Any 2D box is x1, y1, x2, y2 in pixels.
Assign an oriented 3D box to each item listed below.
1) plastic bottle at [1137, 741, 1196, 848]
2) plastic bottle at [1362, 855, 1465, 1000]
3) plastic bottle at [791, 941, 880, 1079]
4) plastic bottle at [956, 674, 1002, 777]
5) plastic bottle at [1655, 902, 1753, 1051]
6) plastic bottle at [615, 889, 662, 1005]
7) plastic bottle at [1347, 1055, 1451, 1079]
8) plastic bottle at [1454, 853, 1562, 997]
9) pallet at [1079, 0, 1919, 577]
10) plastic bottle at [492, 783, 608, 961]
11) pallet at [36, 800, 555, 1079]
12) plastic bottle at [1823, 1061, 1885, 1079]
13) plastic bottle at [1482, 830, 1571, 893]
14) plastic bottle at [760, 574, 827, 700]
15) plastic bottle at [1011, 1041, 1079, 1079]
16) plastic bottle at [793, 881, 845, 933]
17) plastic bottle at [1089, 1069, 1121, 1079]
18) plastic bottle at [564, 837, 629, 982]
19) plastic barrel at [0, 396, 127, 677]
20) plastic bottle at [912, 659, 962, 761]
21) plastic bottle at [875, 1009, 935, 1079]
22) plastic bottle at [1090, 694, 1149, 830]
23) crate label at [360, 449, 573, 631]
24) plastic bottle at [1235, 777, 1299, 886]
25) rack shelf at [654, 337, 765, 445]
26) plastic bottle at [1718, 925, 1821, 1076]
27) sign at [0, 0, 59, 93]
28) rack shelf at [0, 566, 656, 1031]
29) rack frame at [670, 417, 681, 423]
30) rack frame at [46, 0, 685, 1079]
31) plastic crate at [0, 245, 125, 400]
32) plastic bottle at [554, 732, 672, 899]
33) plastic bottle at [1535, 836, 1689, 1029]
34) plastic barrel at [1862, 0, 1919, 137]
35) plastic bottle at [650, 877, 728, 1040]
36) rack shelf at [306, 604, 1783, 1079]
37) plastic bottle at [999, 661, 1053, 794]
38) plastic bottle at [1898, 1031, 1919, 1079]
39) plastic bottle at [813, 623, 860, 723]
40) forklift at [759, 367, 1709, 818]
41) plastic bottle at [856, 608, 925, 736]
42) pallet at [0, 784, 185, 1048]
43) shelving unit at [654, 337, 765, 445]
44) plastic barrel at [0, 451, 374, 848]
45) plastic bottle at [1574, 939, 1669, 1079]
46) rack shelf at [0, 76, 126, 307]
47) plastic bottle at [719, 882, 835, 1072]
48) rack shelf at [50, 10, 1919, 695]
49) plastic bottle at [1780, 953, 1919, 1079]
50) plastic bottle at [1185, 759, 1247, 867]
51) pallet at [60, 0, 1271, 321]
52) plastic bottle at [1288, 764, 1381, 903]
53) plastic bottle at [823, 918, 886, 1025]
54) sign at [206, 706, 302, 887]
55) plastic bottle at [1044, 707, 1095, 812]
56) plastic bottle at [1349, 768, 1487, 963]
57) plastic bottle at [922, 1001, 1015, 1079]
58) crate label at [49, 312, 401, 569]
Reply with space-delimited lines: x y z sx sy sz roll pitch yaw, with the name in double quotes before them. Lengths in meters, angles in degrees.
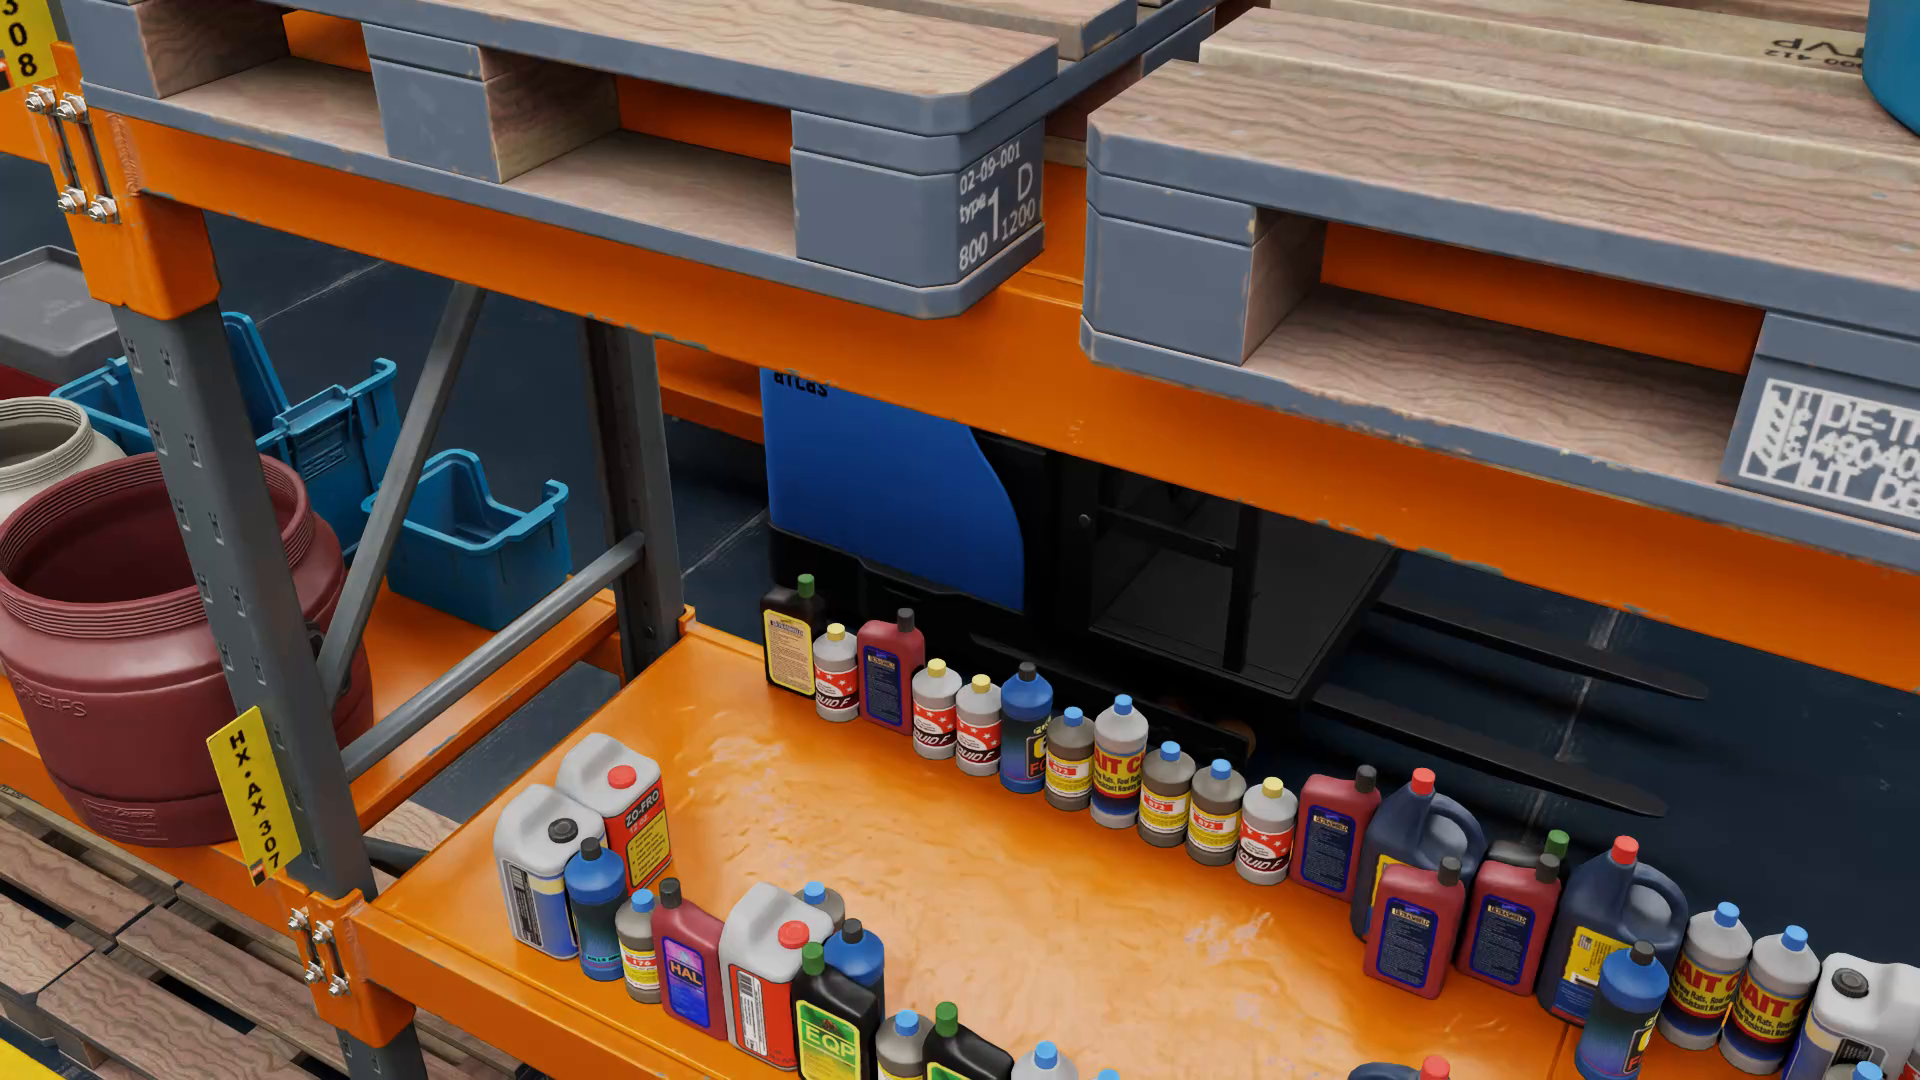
"plastic bottle" 0.378 0.455 3.039 0.097 0.201 0.097 0 34 0
"plastic bottle" 0.745 0.618 2.721 0.133 0.283 0.061 18 37 24
"plastic bottle" -0.188 0.738 2.541 0.133 0.283 0.061 18 37 24
"plastic bottle" 0.040 0.348 3.200 0.097 0.201 0.097 0 34 0
"plastic bottle" 1.184 0.682 2.636 0.097 0.271 0.097 0 34 0
"plastic bottle" -0.512 0.658 2.735 0.097 0.201 0.097 0 34 0
"plastic bottle" 0.616 0.841 2.325 0.185 0.351 0.144 18 37 24
"plastic bottle" 0.902 0.615 2.726 0.133 0.283 0.061 18 37 24
"pallet" 0.859 -0.320 1.488 1.213 0.211 1.003 18 37 24
"plastic bottle" -0.684 0.555 2.822 0.135 0.276 0.152 18 37 24
"pallet" -1.552 1.158 4.321 1.213 0.211 1.003 18 37 24
"plastic bottle" 1.310 0.848 2.450 0.097 0.201 0.097 0 34 0
"plastic bottle" 0.933 0.585 2.770 0.133 0.283 0.061 18 37 24
"plastic bottle" -0.336 0.183 3.374 0.133 0.283 0.061 18 37 24
"plastic bottle" 0.121 0.829 2.414 0.097 0.271 0.097 0 34 0
"plastic bottle" -0.236 0.648 2.749 0.097 0.201 0.097 0 34 0
"plastic bottle" 0.206 0.856 2.374 0.097 0.271 0.097 0 34 0
"plastic bottle" -0.597 0.602 2.756 0.097 0.271 0.097 0 34 0
"plastic barrel" -1.898 0.002 3.439 0.421 0.512 0.421 0 34 0
"plastic bottle" -0.045 0.322 3.240 0.097 0.201 0.097 0 34 0
"plastic bottle" -0.079 0.795 2.529 0.097 0.201 0.097 0 34 0
"plastic bottle" 0.294 0.399 3.060 0.097 0.271 0.097 0 34 0
"crate label" -1.079 0.002 3.691 0.416 0.233 0.303 18 37 24
"plastic bottle" 0.547 0.509 2.959 0.097 0.201 0.097 0 34 0
"rack shelf" -0.841 -0.551 6.504 1.000 0.278 0.538 18 38 25
"plastic bottle" 1.269 0.708 2.596 0.097 0.271 0.097 0 34 0
"sign" -1.166 -0.709 1.997 0.005 0.325 0.100 18 37 24
"rack shelf" -2.635 -0.022 4.225 4.000 0.370 1.077 18 37 24
"rack frame" -1.278 -0.899 6.586 0.032 1.125 0.500 18 38 25
"rack frame" -0.899 0.229 3.200 0.127 3.000 1.000 18 37 24
"plastic crate" -2.150 -0.389 4.071 0.583 0.464 0.402 18 37 24
"plastic bottle" -0.608 0.482 2.932 0.135 0.276 0.152 18 37 24
"plastic bottle" 1.050 0.621 2.656 0.185 0.351 0.144 18 37 24
"plastic barrel" 1.016 -0.699 1.056 0.708 0.901 0.600 18 37 24
"plastic bottle" -0.421 0.664 2.651 0.133 0.283 0.061 18 37 24
"rack shelf" 0.838 1.078 2.573 4.000 0.370 1.077 18 37 24
"plastic bottle" 0.124 0.346 3.140 0.097 0.271 0.097 0 34 0
"plastic bottle" 1.470 0.801 2.520 0.097 0.201 0.097 0 34 0
"plastic bottle" -0.245 0.258 3.335 0.097 0.201 0.097 0 34 0
"forklift" 0.851 -0.843 4.872 3.031 2.935 1.130 18 38 25
"plastic bottle" -0.136 0.247 3.278 0.133 0.283 0.061 18 37 24
"pallet" -2.607 0.822 4.826 1.213 0.211 1.003 18 37 24
"shelving unit" -0.841 -0.755 6.369 1.048 1.125 0.538 18 38 25
"plastic barrel" -1.452 0.190 3.135 0.708 0.536 0.600 18 37 24
"plastic bottle" 1.028 0.724 2.572 0.097 0.271 0.097 0 34 0
"rack shelf" -2.635 -1.270 3.394 4.000 0.370 1.077 18 37 24
"plastic bottle" -0.282 0.682 2.631 0.135 0.276 0.152 18 37 24
"rack shelf" 0.838 -0.170 1.742 4.000 0.370 1.077 18 37 24
"plastic bottle" 1.356 0.752 2.527 0.135 0.276 0.152 18 37 24
"plastic bottle" 0.463 0.482 2.999 0.097 0.201 0.097 0 34 0
"pallet" -0.283 -0.684 2.034 1.213 0.211 1.003 18 37 24
"plastic bottle" 0.656 0.498 2.902 0.133 0.283 0.061 18 37 24
"plastic bottle" -0.165 0.700 2.609 0.097 0.271 0.097 0 34 0
"sign" -1.166 0.428 2.754 0.005 0.325 0.100 18 37 24
"plastic bottle" 0.209 0.402 3.120 0.097 0.201 0.097 0 34 0
"plastic bottle" 0.774 0.533 2.787 0.185 0.351 0.144 18 37 24
"plastic bottle" 0.012 0.802 2.445 0.133 0.283 0.061 18 37 24
"crate label" -1.627 -0.189 3.796 0.616 0.435 0.502 18 37 24
